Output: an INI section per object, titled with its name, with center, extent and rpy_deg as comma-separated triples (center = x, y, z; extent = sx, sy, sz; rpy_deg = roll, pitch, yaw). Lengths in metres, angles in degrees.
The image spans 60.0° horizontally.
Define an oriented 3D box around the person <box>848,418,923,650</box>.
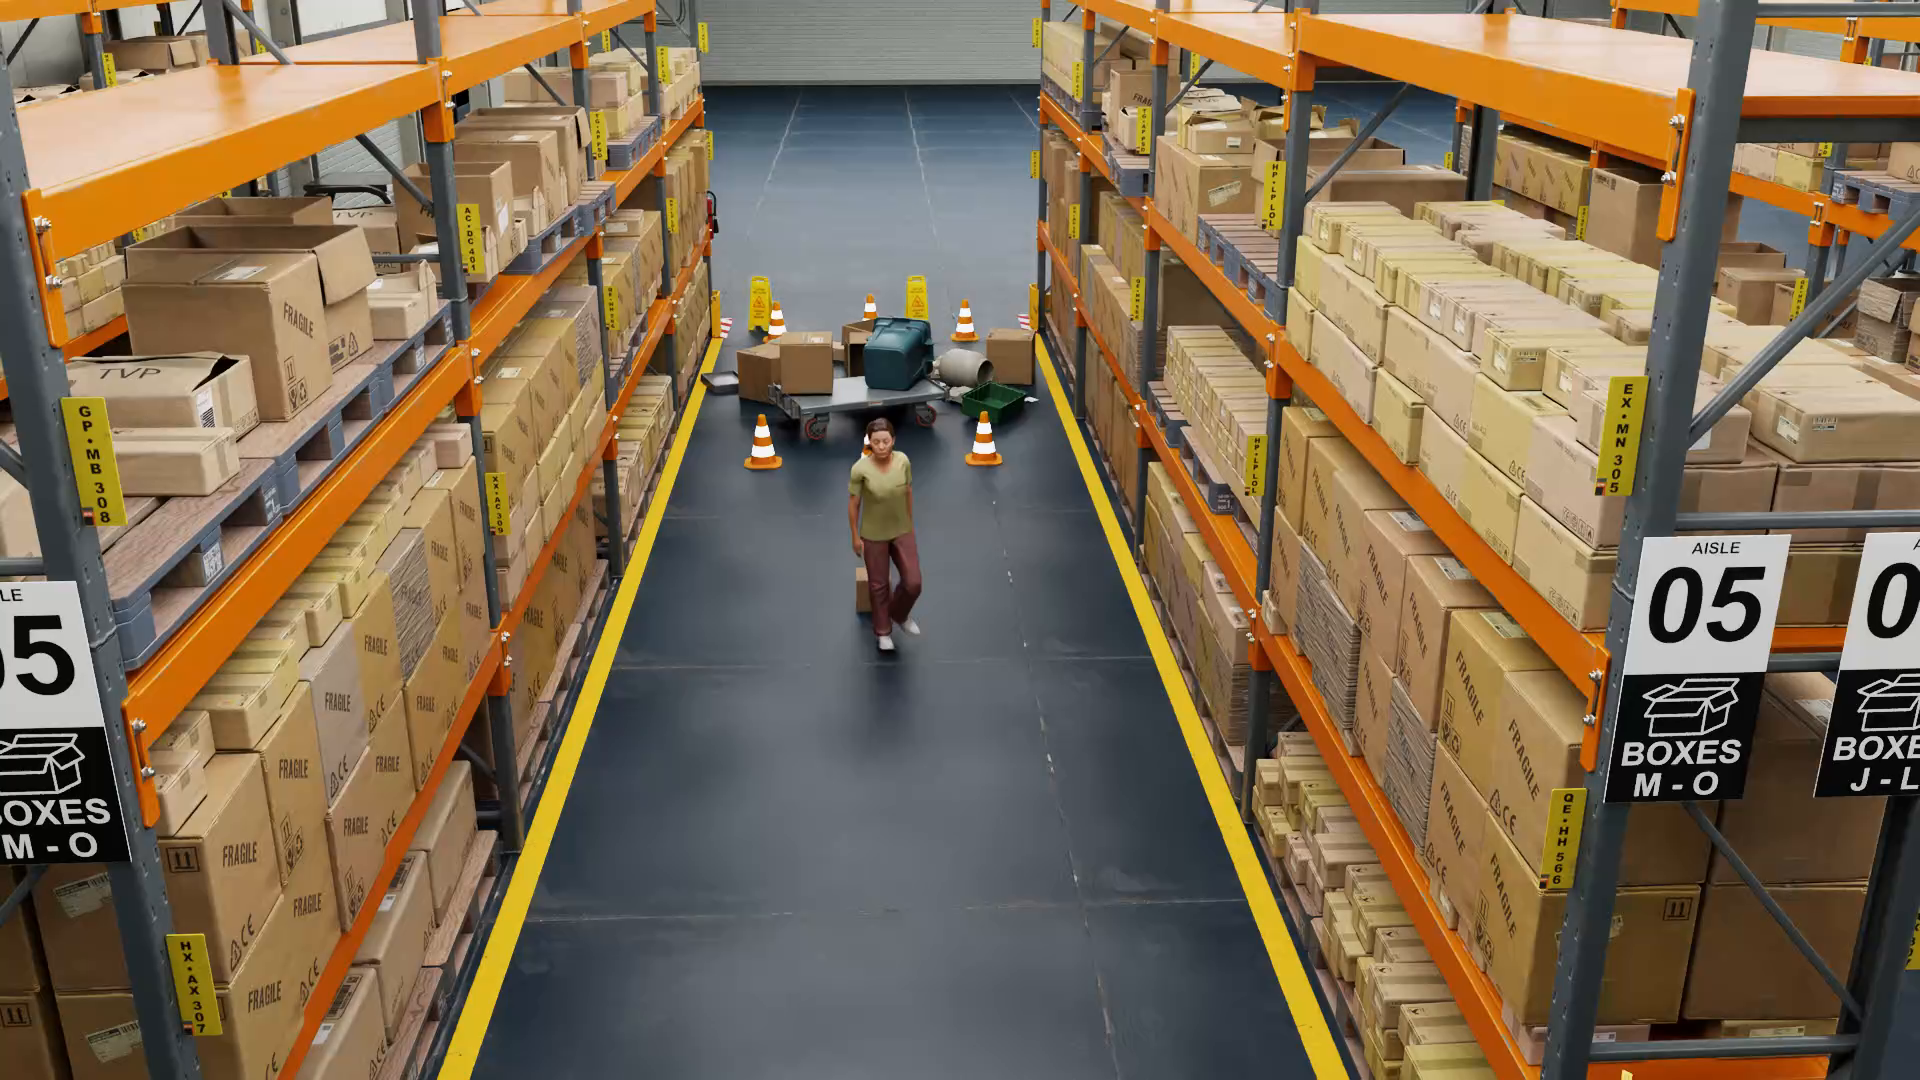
[person]
center = -0.499, -0.033, 11.131
extent = 0.498, 1.657, 0.455
rpy_deg = -6, 21, -16
